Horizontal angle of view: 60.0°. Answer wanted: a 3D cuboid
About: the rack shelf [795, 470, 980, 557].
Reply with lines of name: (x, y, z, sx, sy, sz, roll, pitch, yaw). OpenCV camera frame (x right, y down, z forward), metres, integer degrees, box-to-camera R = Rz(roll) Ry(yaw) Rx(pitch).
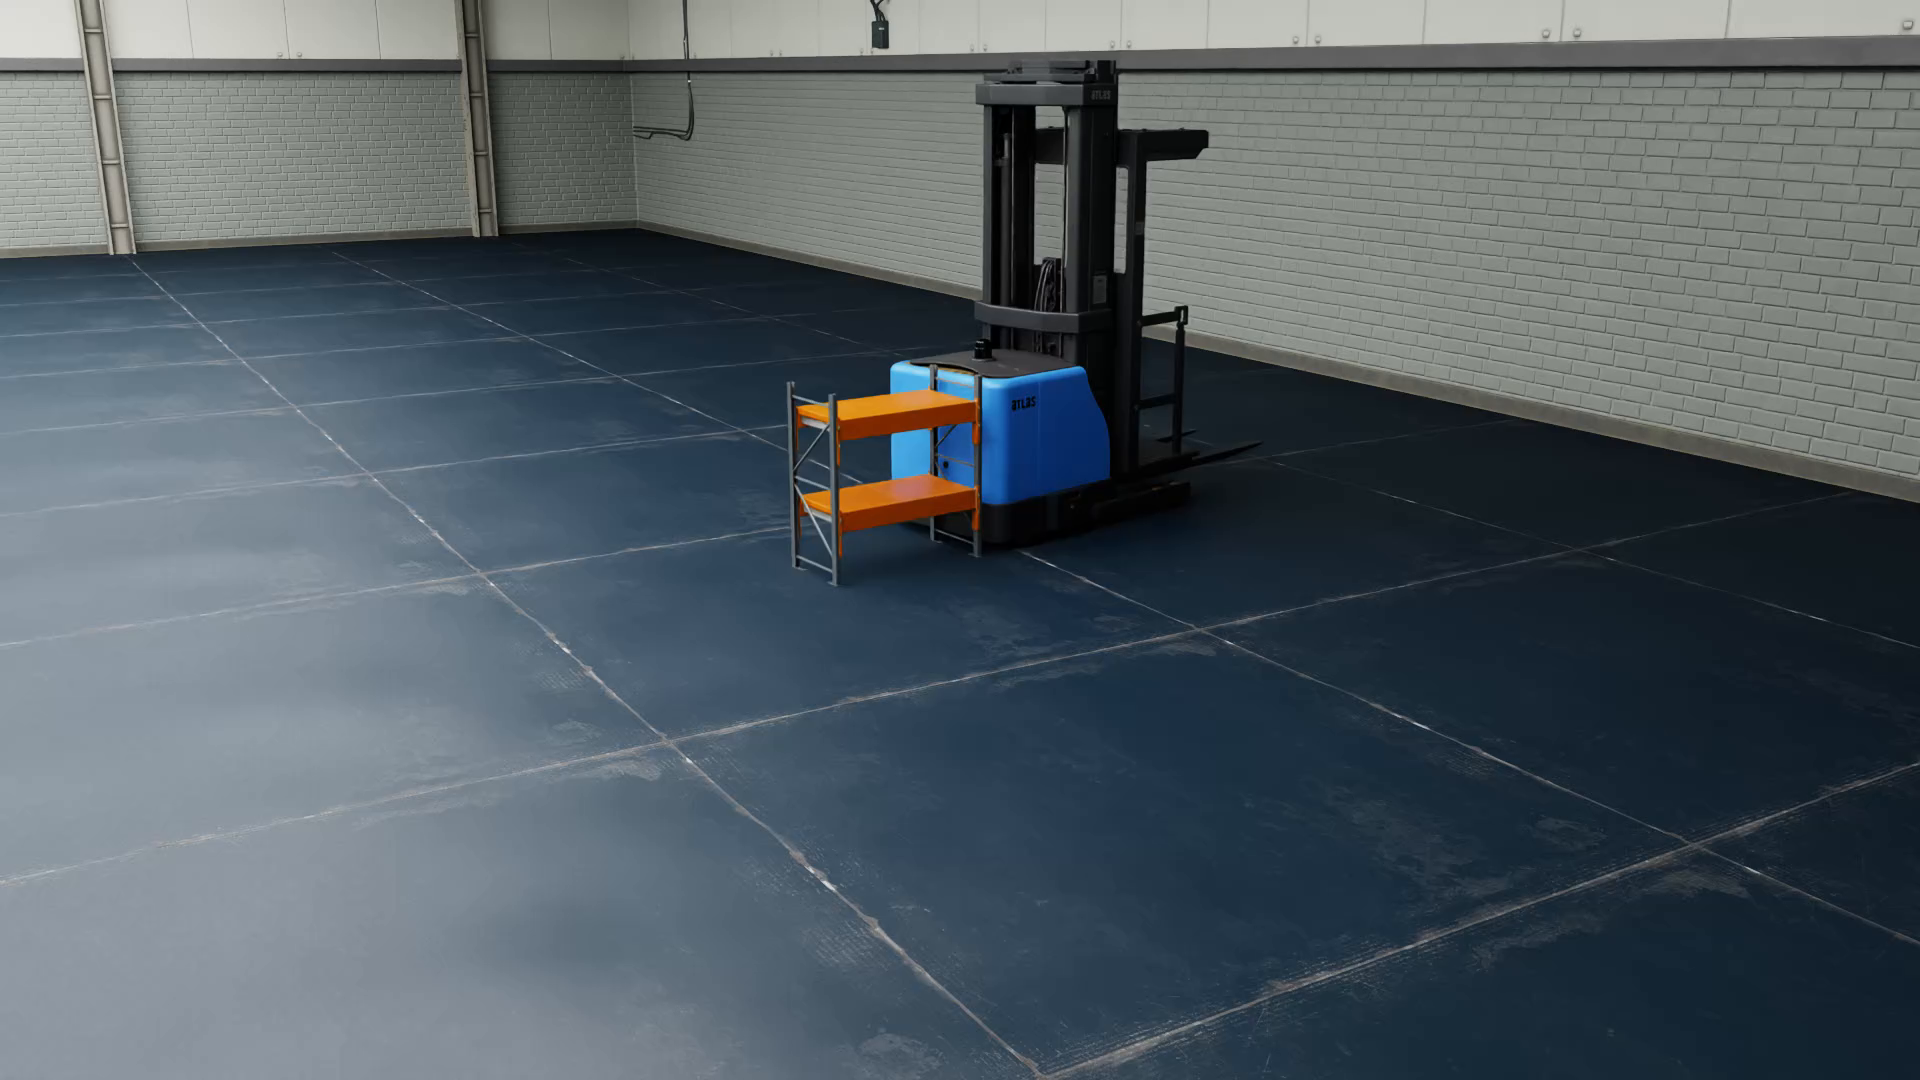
rack shelf: (-0.437, -0.169, 9.990, 1.000, 0.278, 0.538, -11, 19, -35)

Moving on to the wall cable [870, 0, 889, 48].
wall cable: (-0.597, -9.442, 21.274, 0.169, 6.003, 2.305, -9, 18, -30)

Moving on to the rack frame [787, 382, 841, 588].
rack frame: (-0.846, -0.323, 9.633, 0.032, 1.125, 0.500, -11, 19, -35)

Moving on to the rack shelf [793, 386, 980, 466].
rack shelf: (-0.437, -0.687, 9.845, 1.000, 0.278, 0.538, -11, 19, -35)

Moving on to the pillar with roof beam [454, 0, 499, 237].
pillar with roof beam: (-6.462, -8.904, 25.654, 0.400, 9.000, 9.100, -9, 18, -30)

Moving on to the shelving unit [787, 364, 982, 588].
shelving unit: (-0.437, -0.405, 9.924, 1.048, 1.125, 0.538, -11, 19, -35)

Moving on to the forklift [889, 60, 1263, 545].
forklift: (0.939, -1.700, 11.199, 3.031, 2.935, 1.130, -15, 22, -43)

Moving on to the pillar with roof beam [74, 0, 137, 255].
pillar with roof beam: (-11.605, -8.070, 22.679, 0.400, 9.000, 9.100, -9, 18, -30)

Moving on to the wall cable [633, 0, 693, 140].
wall cable: (-5.473, -8.508, 29.996, 0.112, 2.526, 3.097, -9, 18, -30)

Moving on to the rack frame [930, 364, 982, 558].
rack frame: (-0.028, -0.486, 10.214, 0.032, 1.125, 0.500, -11, 19, -35)
